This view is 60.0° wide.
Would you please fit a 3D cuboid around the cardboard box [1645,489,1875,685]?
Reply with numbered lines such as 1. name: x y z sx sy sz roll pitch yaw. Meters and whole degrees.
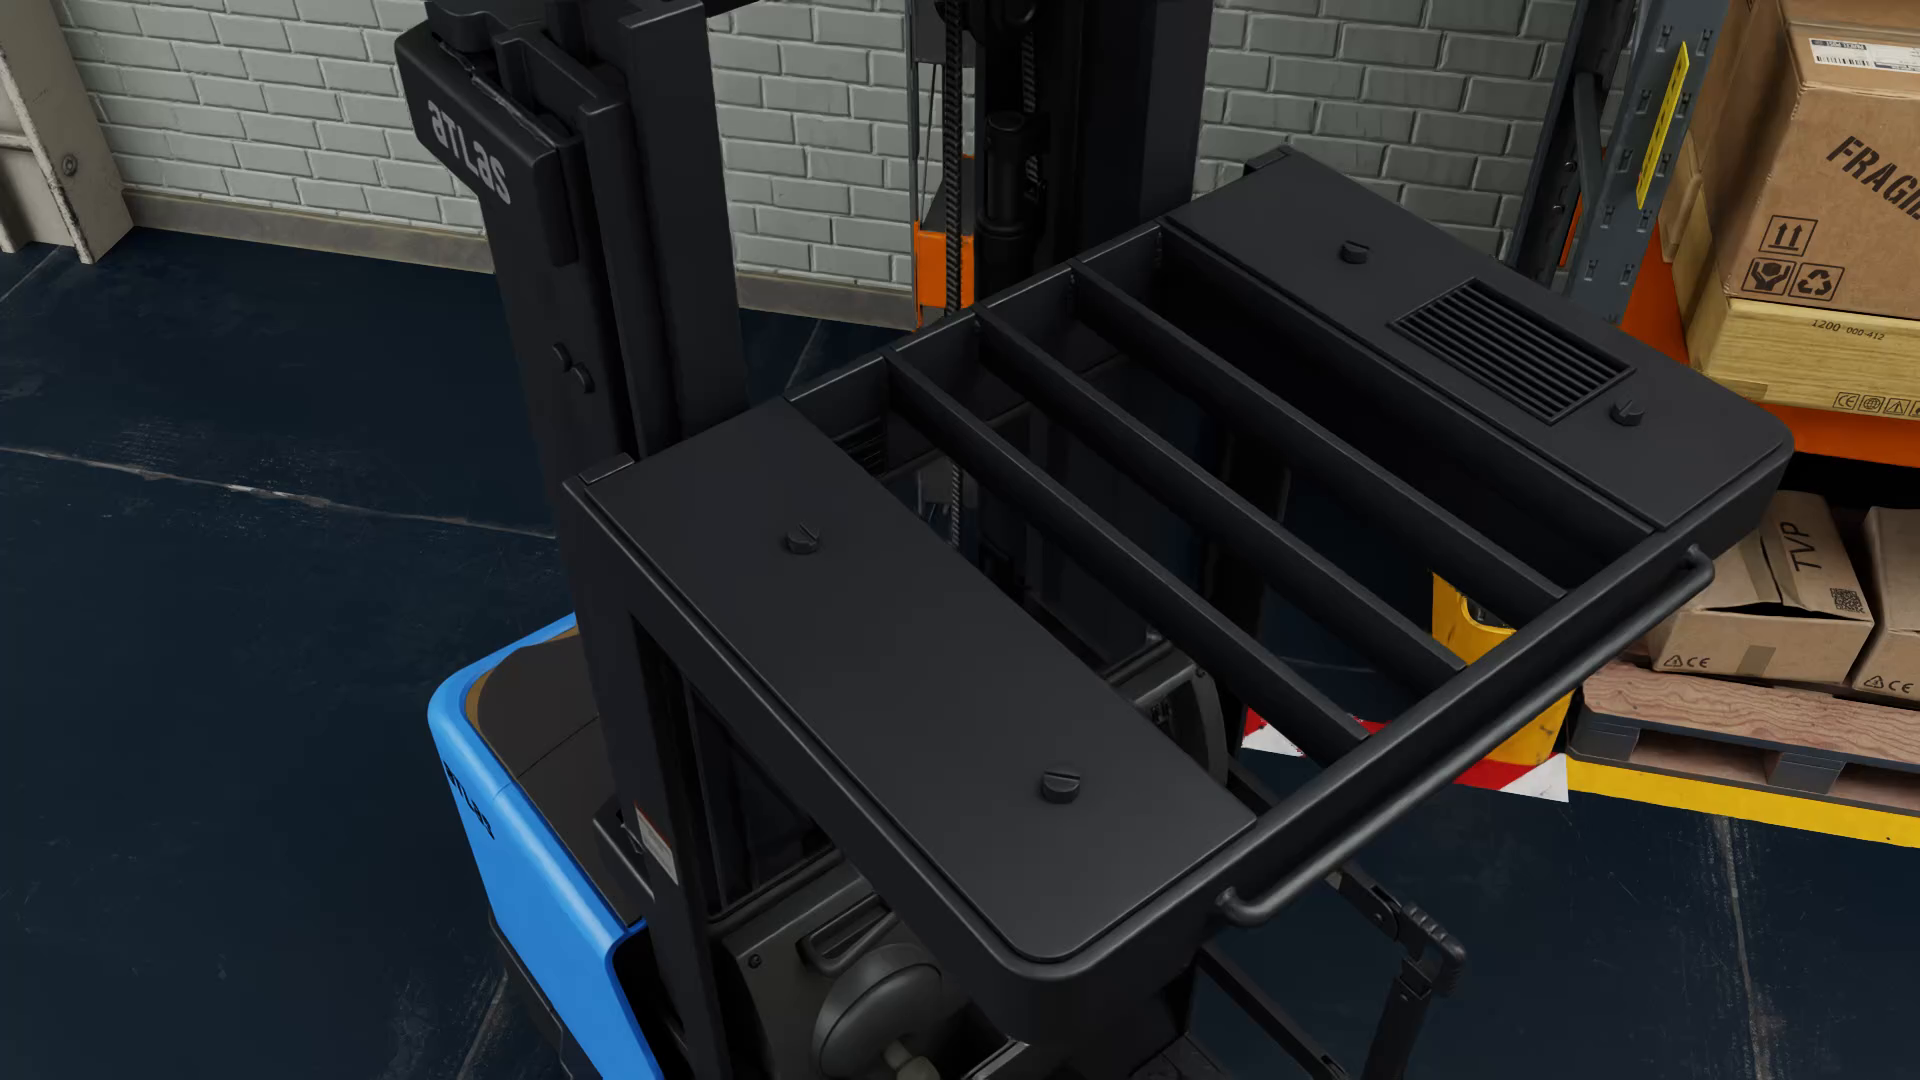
1. cardboard box: 2.173 0.097 4.608 0.500 0.311 0.500 4 44 4

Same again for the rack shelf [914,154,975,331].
1. rack shelf: 0.162 -0.722 4.505 0.480 0.518 0.431 9 45 9

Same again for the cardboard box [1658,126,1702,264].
1. cardboard box: 2.016 -0.893 4.108 0.500 0.250 0.500 9 45 10

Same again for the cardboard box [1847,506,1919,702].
1. cardboard box: 2.730 0.183 4.519 0.500 0.311 0.500 12 45 12

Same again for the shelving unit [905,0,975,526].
1. shelving unit: 0.162 -0.731 4.496 0.503 2.100 0.431 9 45 9

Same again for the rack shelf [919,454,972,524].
1. rack shelf: 0.162 -0.217 4.991 0.480 0.518 0.431 9 45 9

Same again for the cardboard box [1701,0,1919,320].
1. cardboard box: 1.918 -0.827 3.499 0.500 0.500 0.500 9 45 9

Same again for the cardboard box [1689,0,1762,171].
1. cardboard box: 2.024 -1.175 3.861 0.500 0.500 0.500 8 45 9

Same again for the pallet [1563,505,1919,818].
1. pallet: 2.377 0.284 4.803 1.213 0.211 1.003 9 45 9

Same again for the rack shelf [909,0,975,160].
1. rack shelf: 0.162 -1.226 4.020 0.480 0.518 0.431 9 45 9

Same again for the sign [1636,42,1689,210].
1. sign: 1.399 -0.824 3.319 0.005 0.325 0.100 9 45 9

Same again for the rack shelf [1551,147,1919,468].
1. rack shelf: 3.469 -0.317 3.935 4.000 0.370 1.077 9 45 9

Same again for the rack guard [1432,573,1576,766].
1. rack guard: 1.592 0.033 4.855 0.348 0.500 1.175 9 45 9

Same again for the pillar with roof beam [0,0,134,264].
1. pillar with roof beam: -4.406 -1.515 0.335 0.400 9.000 9.100 9 45 9

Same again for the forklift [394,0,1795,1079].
1. forklift: 0.202 0.612 2.501 1.130 2.935 3.031 -29 51 -27

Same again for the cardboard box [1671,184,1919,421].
1. cardboard box: 1.925 -0.544 3.746 0.500 0.250 0.500 8 44 8

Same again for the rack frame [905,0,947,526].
1. rack frame: -0.077 -0.768 4.534 0.015 2.100 0.400 9 45 9

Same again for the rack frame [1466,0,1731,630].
1. rack frame: 1.518 -0.879 4.000 0.127 3.000 1.000 9 45 9
